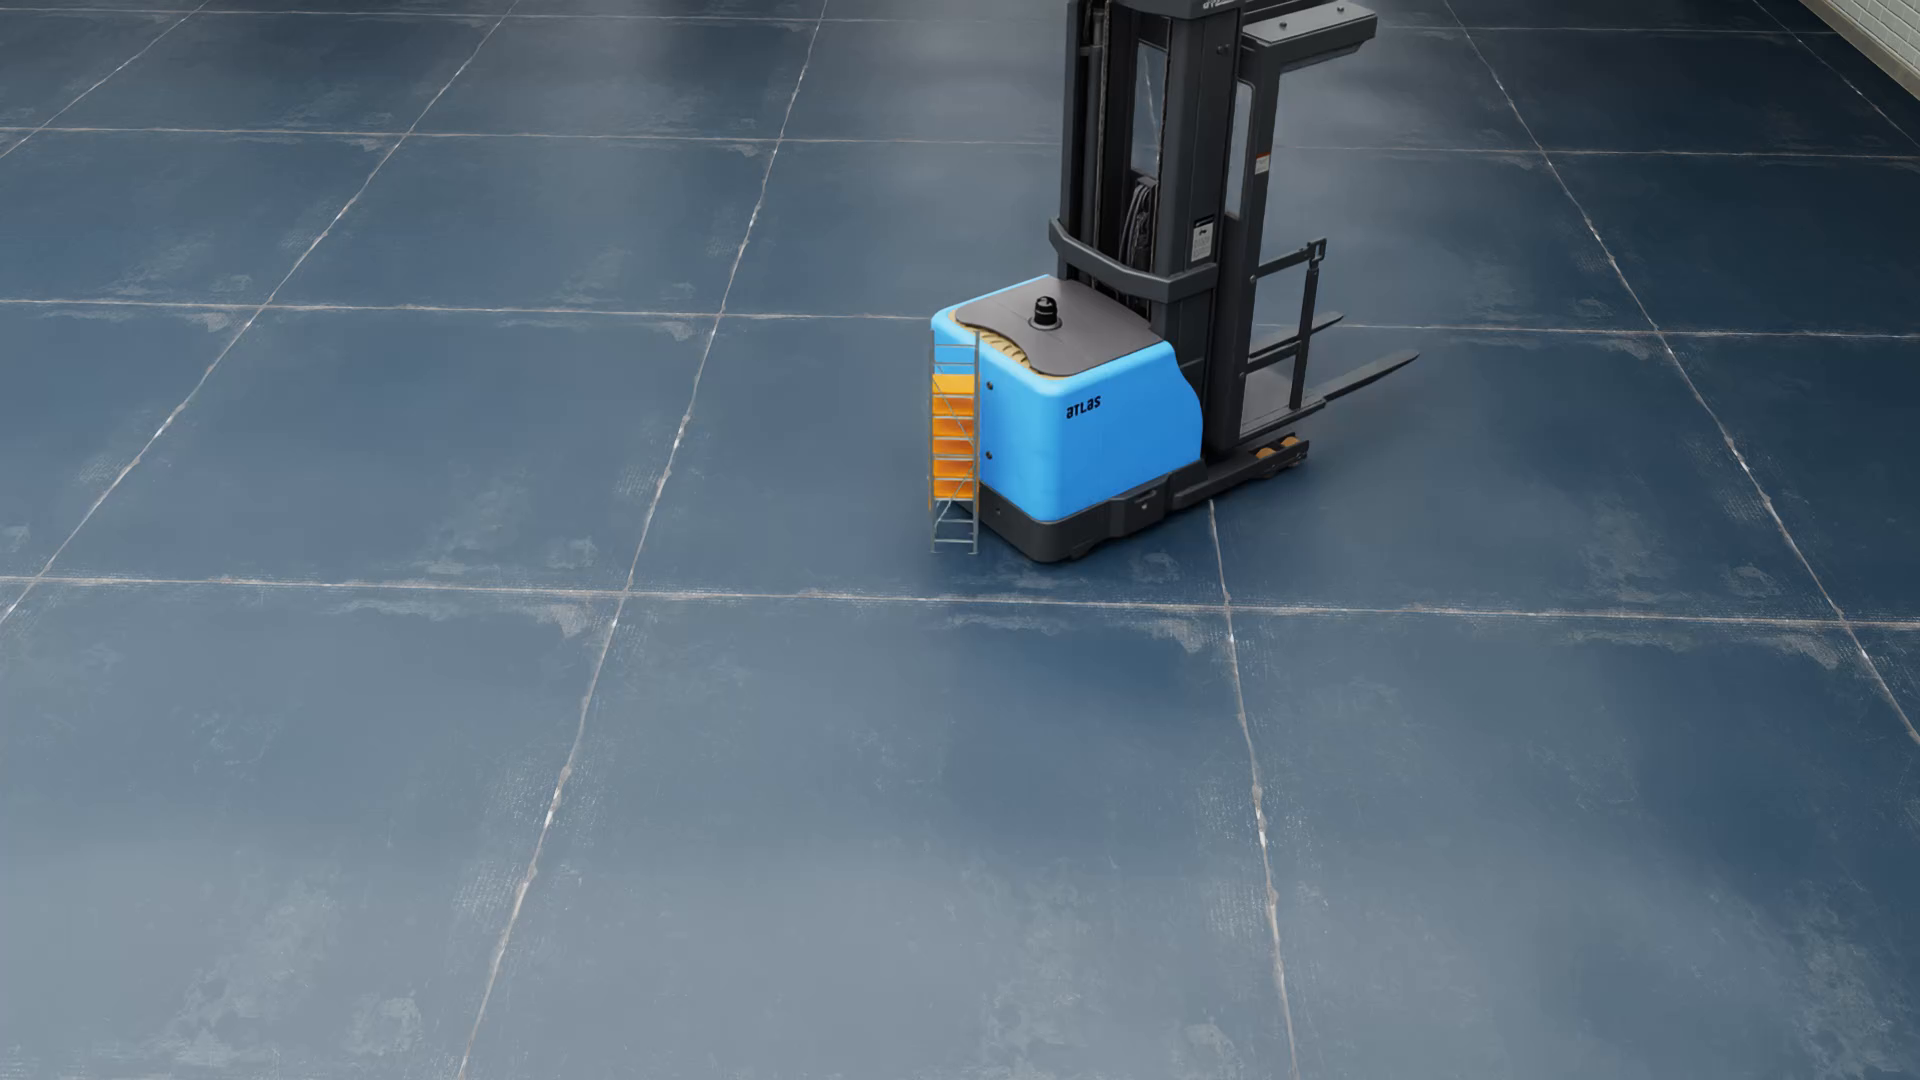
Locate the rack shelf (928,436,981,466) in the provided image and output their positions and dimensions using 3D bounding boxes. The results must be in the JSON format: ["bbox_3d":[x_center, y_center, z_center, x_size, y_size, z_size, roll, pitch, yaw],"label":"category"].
[{"bbox_3d":[-0.028,-0.435,8.349,0.258,0.103,0.180,1,35,2],"label":"rack shelf"}]

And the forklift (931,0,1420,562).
[{"bbox_3d":[1.324,-1.763,8.655,3.031,2.935,1.130,-23,41,-29],"label":"forklift"}]

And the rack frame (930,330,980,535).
[{"bbox_3d":[-0.024,-0.524,8.398,0.240,1.200,0.006,1,35,2],"label":"rack frame"}]

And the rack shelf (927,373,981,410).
[{"bbox_3d":[-0.028,-0.730,8.142,0.258,0.103,0.180,1,35,2],"label":"rack shelf"}]

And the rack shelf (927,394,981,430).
[{"bbox_3d":[-0.028,-0.632,8.211,0.258,0.103,0.180,1,35,2],"label":"rack shelf"}]

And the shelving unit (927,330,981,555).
[{"bbox_3d":[-0.028,-0.472,8.323,0.258,1.200,0.189,1,35,2],"label":"shelving unit"}]

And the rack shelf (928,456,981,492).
[{"bbox_3d":[-0.028,-0.337,8.418,0.258,0.103,0.180,1,35,2],"label":"rack shelf"}]

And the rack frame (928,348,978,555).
[{"bbox_3d":[-0.032,-0.419,8.248,0.240,1.200,0.006,1,35,2],"label":"rack frame"}]

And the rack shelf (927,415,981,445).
[{"bbox_3d":[-0.028,-0.533,8.280,0.258,0.103,0.180,1,35,2],"label":"rack shelf"}]

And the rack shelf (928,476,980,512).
[{"bbox_3d":[-0.028,-0.239,8.487,0.258,0.103,0.180,1,35,2],"label":"rack shelf"}]
